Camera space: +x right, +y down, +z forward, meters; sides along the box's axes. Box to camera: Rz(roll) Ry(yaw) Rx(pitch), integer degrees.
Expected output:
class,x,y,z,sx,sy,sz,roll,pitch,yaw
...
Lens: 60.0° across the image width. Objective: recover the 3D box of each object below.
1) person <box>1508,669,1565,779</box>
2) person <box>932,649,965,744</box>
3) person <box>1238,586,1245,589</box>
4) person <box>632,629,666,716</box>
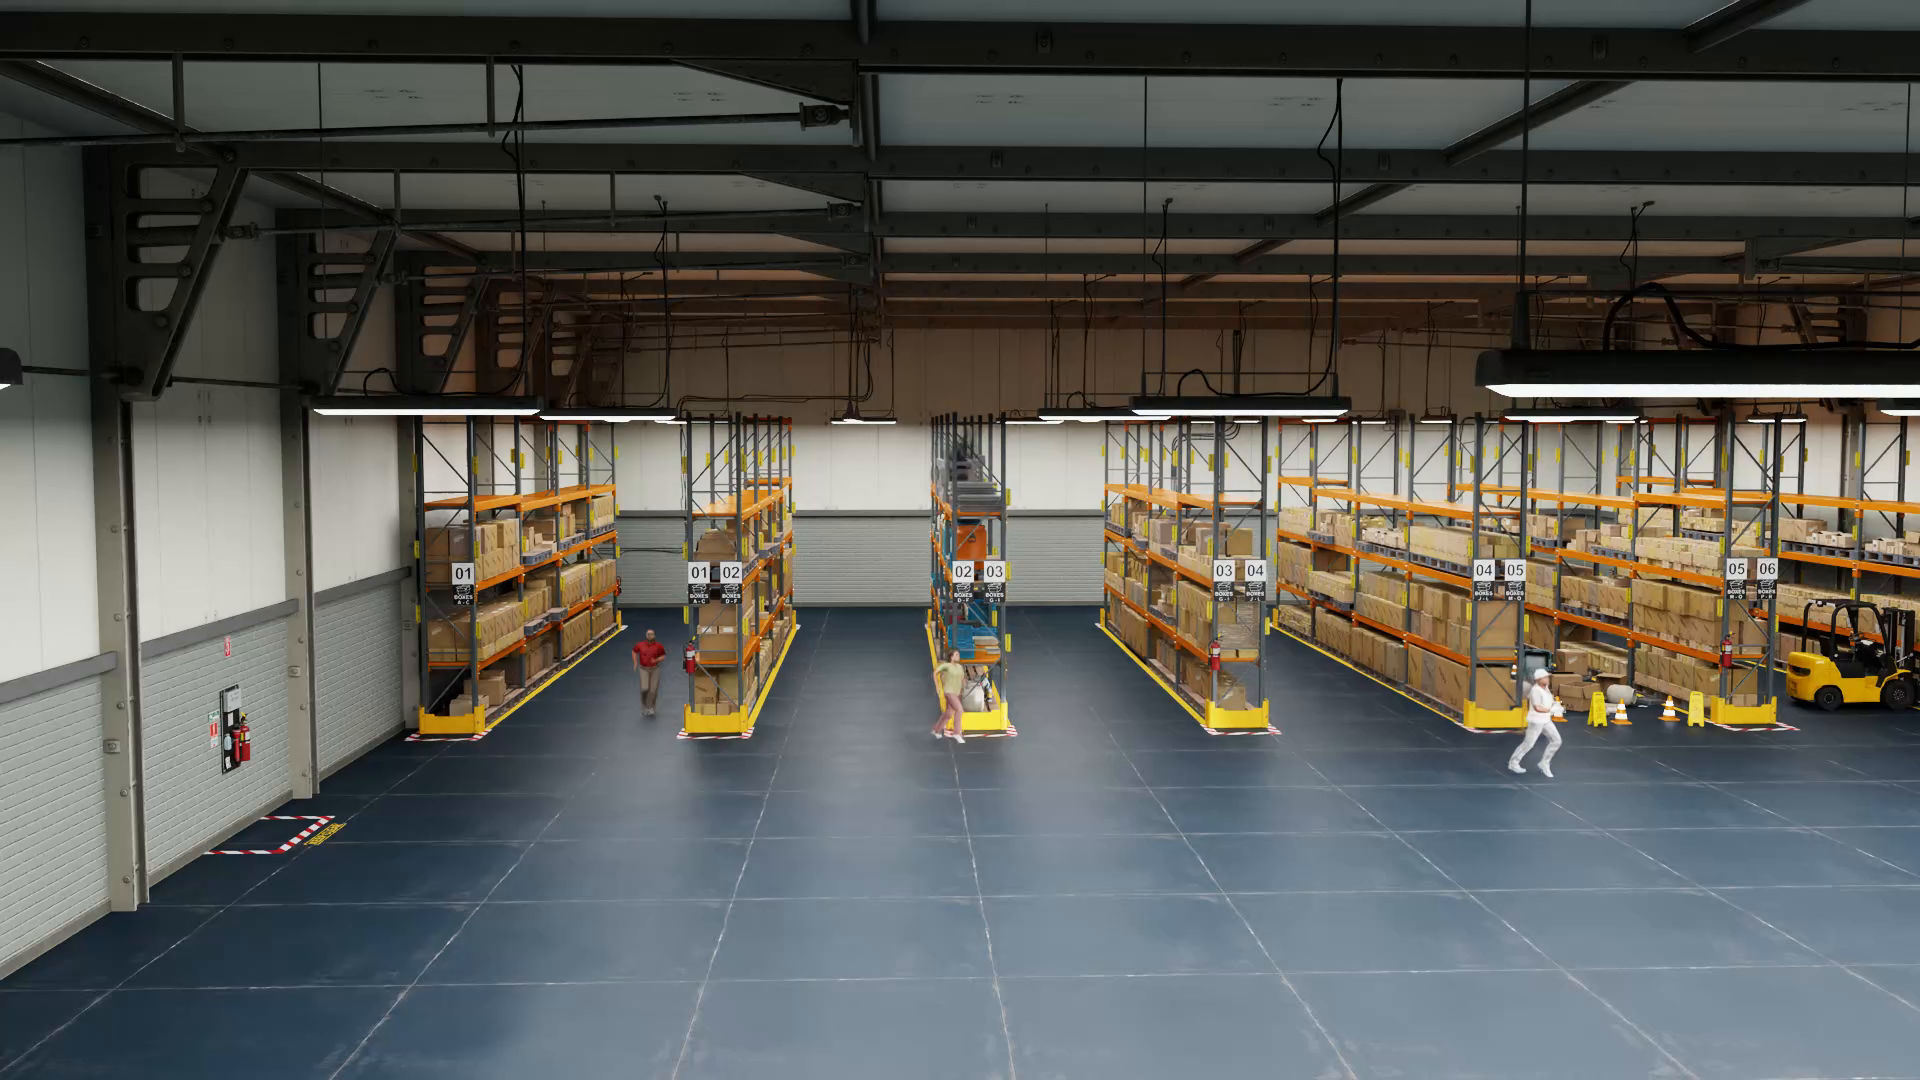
class,x,y,z,sx,sy,sz,roll,pitch,yaw
person,9.447,2.984,27.133,0.893,1.797,0.692,3,5,41
person,-0.110,2.822,30.316,0.803,1.662,0.576,3,5,40
person,7.801,1.780,46.277,0.738,1.587,1.023,0,4,6
person,-6.144,2.629,32.906,0.652,1.718,0.653,-1,4,-14
